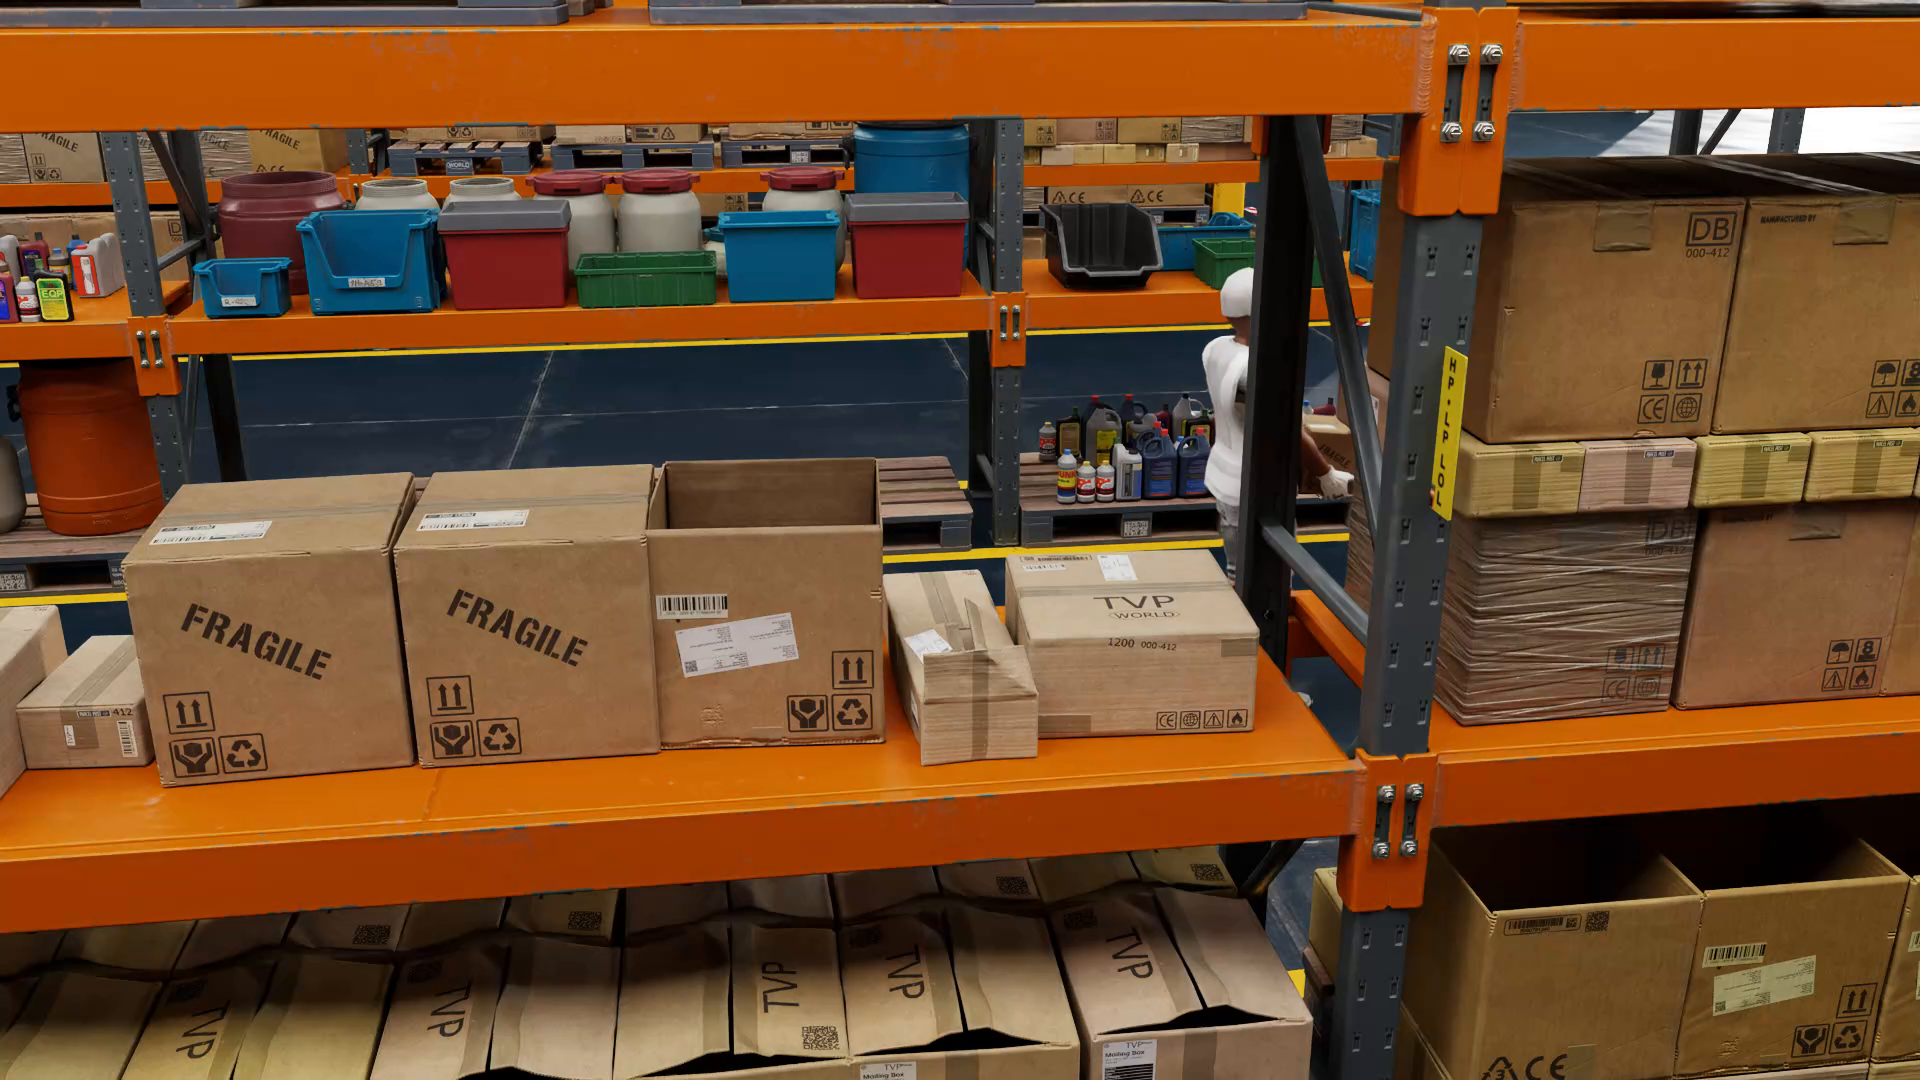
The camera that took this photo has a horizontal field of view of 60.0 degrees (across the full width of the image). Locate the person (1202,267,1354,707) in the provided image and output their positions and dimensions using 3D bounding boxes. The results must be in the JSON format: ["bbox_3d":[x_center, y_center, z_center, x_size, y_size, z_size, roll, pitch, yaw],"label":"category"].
[{"bbox_3d":[1.251,-0.189,6.570,0.573,1.782,0.493,-3,20,-8],"label":"person"}]
